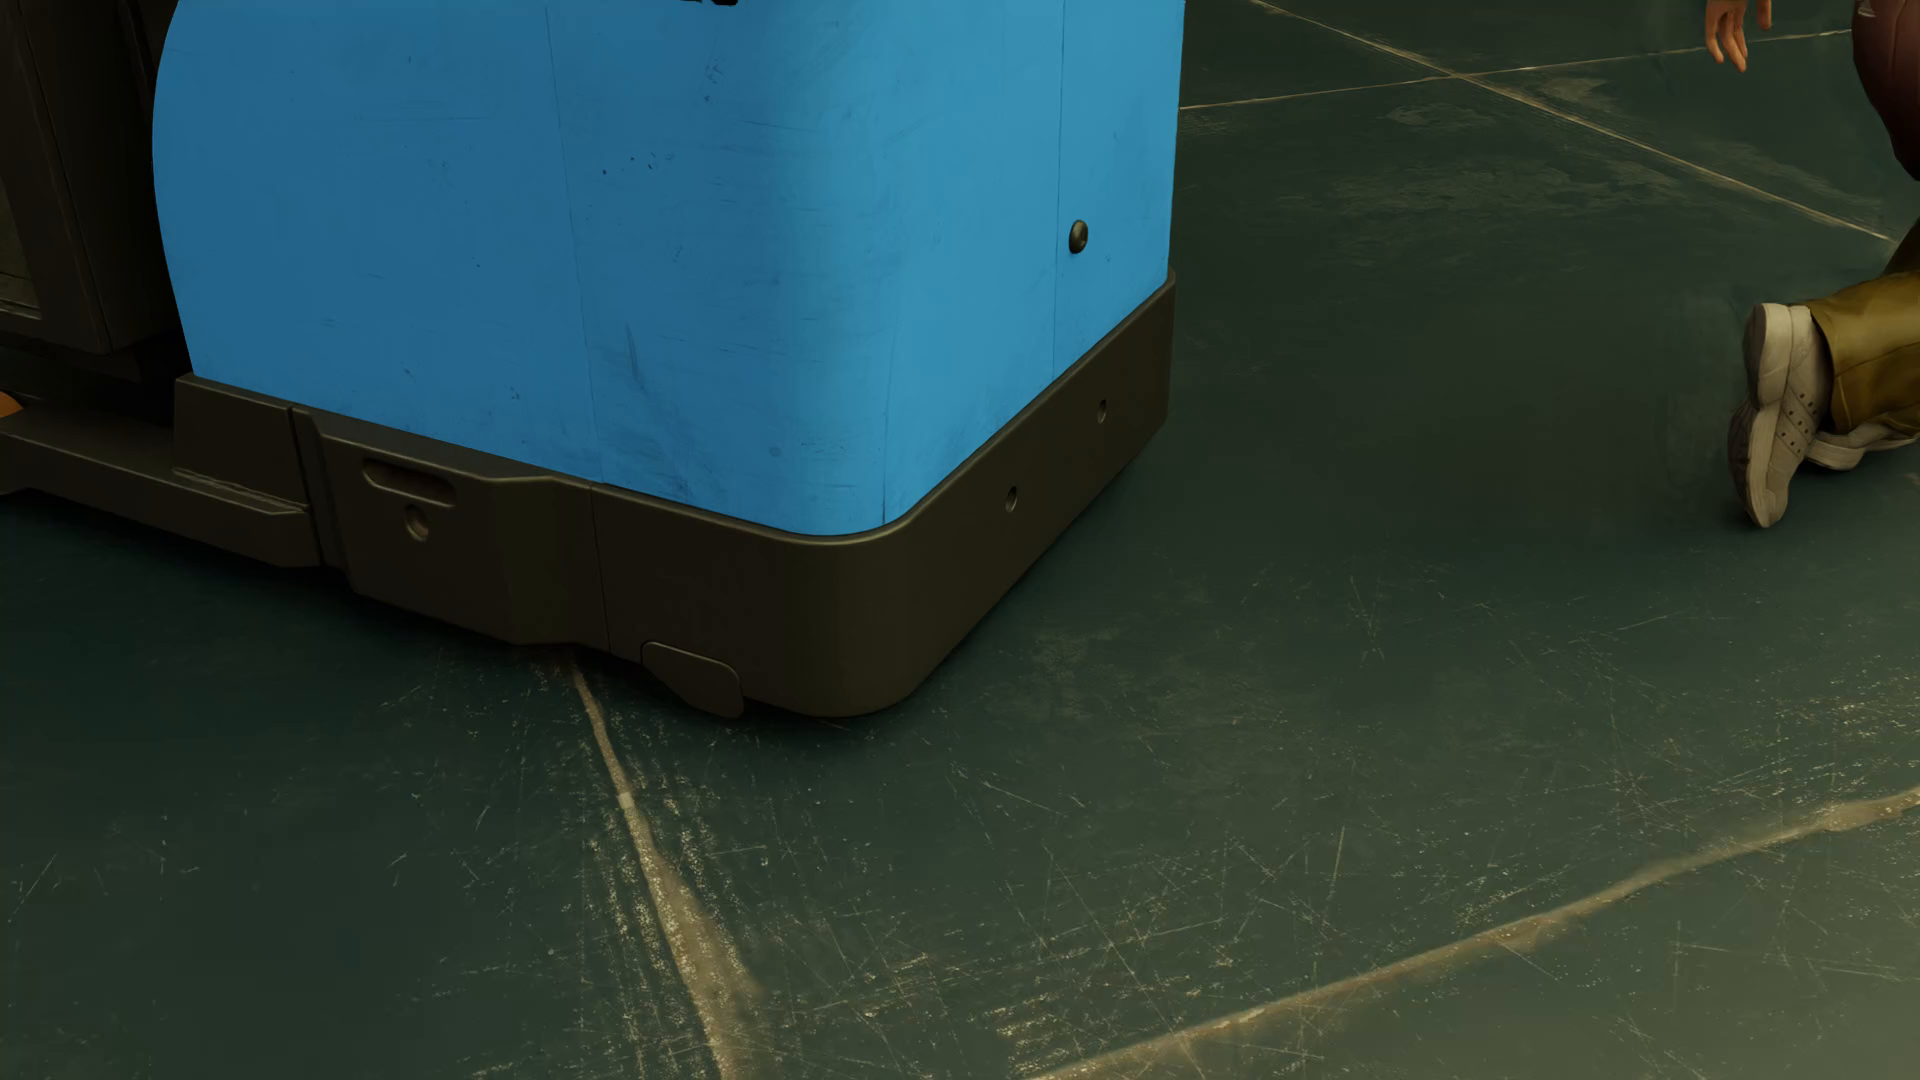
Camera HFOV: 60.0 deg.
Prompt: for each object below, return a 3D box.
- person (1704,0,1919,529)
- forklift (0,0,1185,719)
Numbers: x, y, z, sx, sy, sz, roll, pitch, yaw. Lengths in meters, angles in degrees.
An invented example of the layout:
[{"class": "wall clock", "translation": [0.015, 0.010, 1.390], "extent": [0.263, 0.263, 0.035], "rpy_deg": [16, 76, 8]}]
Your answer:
[{"class": "person", "translation": [1.413, -0.785, 2.345], "extent": [0.749, 1.560, 0.744], "rpy_deg": [-18, 35, -29]}, {"class": "forklift", "translation": [-1.212, -1.553, 2.266], "extent": [3.031, 2.935, 1.130], "rpy_deg": [14, 33, 23]}]
